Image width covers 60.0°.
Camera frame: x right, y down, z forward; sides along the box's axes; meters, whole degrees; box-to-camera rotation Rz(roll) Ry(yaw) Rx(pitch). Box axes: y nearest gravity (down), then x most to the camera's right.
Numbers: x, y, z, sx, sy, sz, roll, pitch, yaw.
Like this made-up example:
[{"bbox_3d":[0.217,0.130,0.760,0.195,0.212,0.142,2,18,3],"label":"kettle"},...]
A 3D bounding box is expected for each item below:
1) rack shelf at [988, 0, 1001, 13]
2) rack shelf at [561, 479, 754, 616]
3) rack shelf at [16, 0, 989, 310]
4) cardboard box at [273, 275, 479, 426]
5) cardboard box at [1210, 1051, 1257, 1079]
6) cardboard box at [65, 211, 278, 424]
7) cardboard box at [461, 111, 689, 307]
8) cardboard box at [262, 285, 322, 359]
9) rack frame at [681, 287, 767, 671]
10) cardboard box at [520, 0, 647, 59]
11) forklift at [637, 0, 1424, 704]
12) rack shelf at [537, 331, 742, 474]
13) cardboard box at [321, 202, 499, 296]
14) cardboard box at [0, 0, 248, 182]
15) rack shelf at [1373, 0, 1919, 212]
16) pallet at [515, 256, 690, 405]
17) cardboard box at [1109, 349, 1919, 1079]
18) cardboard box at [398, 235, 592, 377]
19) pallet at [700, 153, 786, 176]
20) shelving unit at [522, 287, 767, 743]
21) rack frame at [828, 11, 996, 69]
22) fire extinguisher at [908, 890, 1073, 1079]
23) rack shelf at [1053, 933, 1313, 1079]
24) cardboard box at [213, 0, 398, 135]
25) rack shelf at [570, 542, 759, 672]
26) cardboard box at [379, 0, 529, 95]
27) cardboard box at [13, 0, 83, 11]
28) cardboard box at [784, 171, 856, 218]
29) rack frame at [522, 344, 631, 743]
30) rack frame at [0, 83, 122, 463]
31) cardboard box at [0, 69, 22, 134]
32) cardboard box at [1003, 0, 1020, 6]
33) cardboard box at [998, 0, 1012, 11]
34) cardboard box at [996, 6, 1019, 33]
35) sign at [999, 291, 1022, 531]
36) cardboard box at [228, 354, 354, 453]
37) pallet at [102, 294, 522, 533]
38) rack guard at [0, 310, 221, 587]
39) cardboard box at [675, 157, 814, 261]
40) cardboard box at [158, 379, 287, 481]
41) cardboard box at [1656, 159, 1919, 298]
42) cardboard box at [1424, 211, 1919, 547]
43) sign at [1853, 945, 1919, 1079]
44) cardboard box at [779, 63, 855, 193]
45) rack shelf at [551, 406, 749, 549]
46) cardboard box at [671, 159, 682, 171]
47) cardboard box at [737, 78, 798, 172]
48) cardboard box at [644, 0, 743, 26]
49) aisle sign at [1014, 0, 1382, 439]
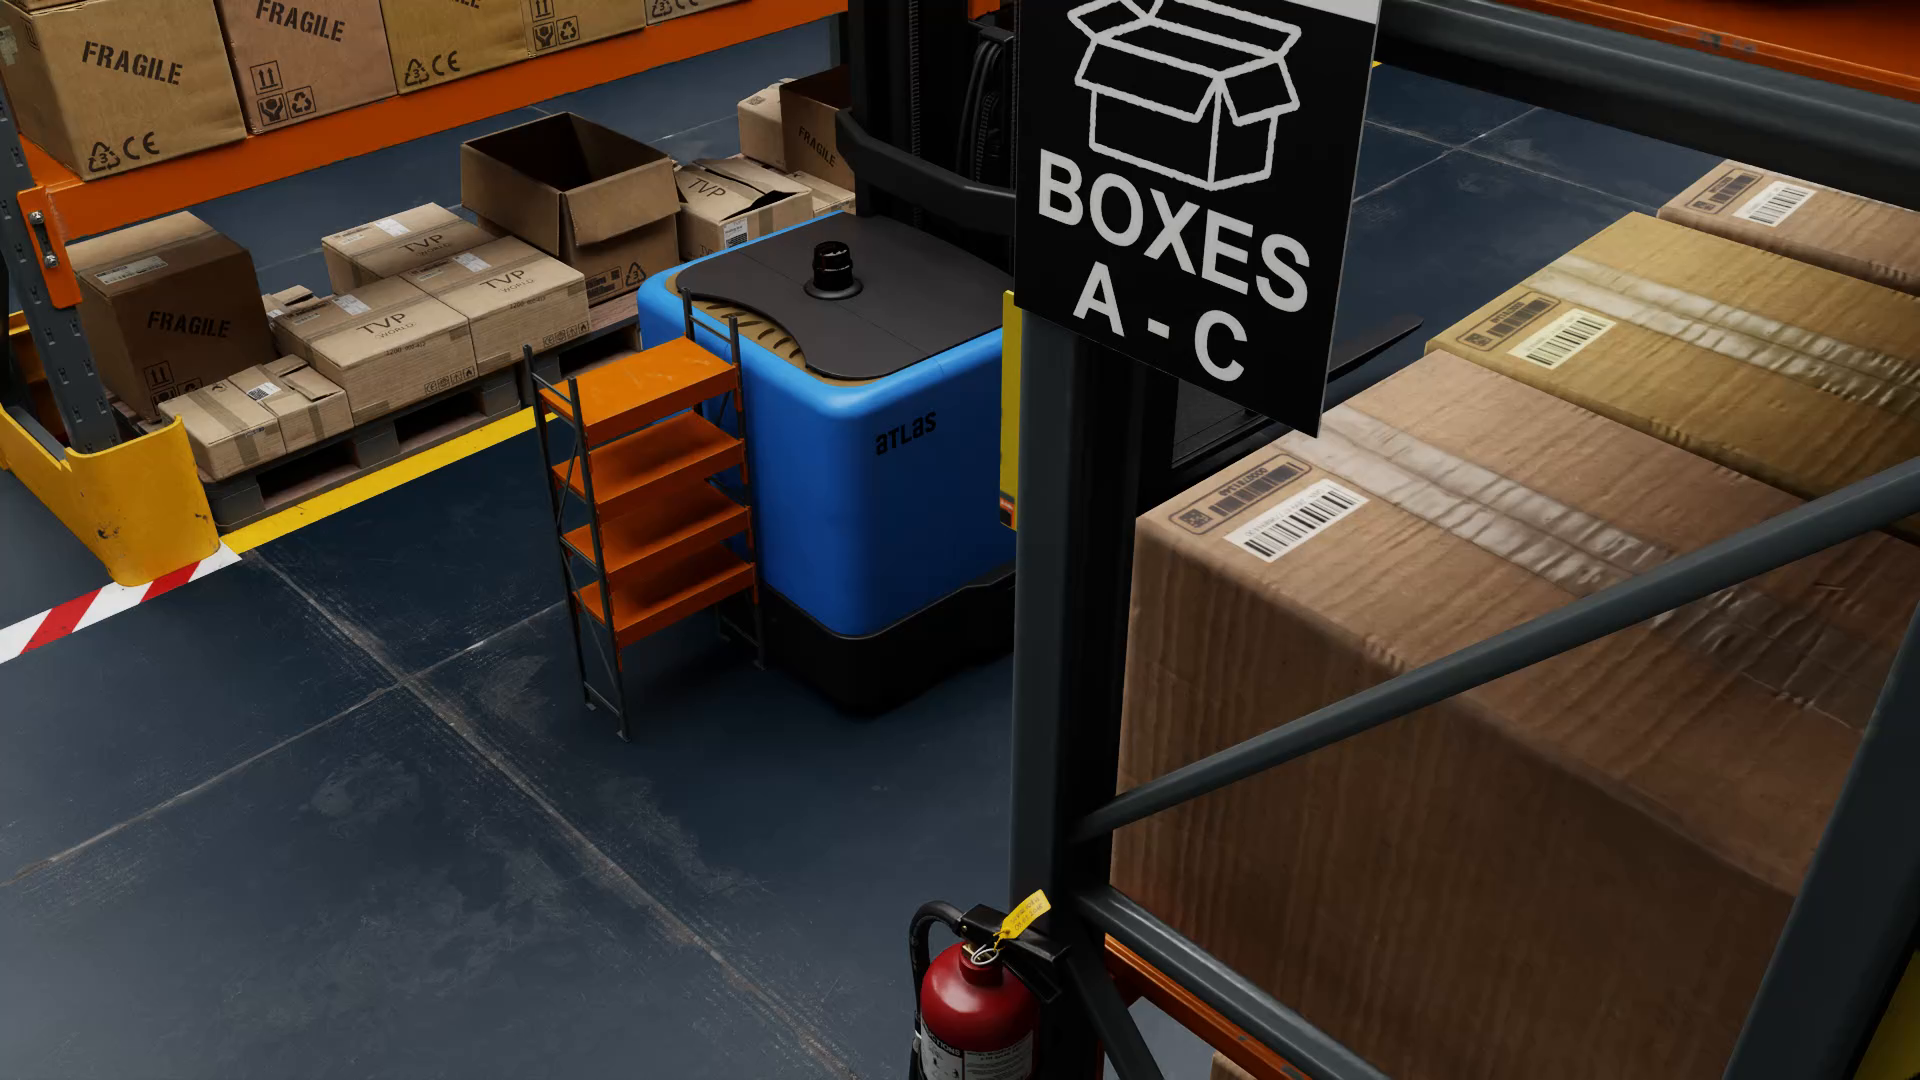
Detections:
[{"bbox_3d":[1.172,-3.476,8.634,1.077,0.370,4.000,30,45,35],"label":"rack shelf"},{"bbox_3d":[-0.855,0.003,4.707,0.480,0.148,0.258,-27,43,-33],"label":"rack shelf"},{"bbox_3d":[-1.646,-1.852,6.306,1.077,0.370,4.000,30,45,35],"label":"rack shelf"},{"bbox_3d":[-2.119,-0.698,6.040,0.500,0.250,0.500,30,45,35],"label":"cardboard box"},{"bbox_3d":[0.885,1.188,3.136,0.700,0.500,0.500,30,45,35],"label":"cardboard box"},{"bbox_3d":[-2.847,-0.811,5.984,0.500,0.500,0.500,30,45,35],"label":"cardboard box"},{"bbox_3d":[-1.557,-1.351,6.756,0.797,0.503,0.637,30,45,35],"label":"cardboard box"},{"bbox_3d":[-2.498,-0.802,6.263,0.380,0.166,0.250,30,45,35],"label":"cardboard box"},{"bbox_3d":[-0.674,-0.145,4.803,0.015,1.200,0.240,-27,43,-33],"label":"rack frame"},{"bbox_3d":[-1.487,-2.067,5.897,0.500,0.500,0.500,-29,44,-35],"label":"cardboard box"},{"bbox_3d":[0.468,-1.444,5.151,3.031,2.935,1.130,-27,43,-33],"label":"forklift"},{"bbox_3d":[-0.855,-0.374,4.444,0.480,0.148,0.258,-27,43,-33],"label":"rack shelf"},{"bbox_3d":[-2.156,-1.082,6.591,0.500,0.250,0.500,30,45,35],"label":"cardboard box"},{"bbox_3d":[-2.556,-1.451,5.013,0.500,0.500,0.500,-29,44,-35],"label":"cardboard box"},{"bbox_3d":[1.872,-1.088,2.587,1.077,0.370,4.000,30,45,35],"label":"rack shelf"},{"bbox_3d":[-1.581,-1.040,6.949,1.003,0.211,1.213,30,45,35],"label":"pallet"},{"bbox_3d":[0.815,0.325,2.292,0.700,0.700,0.980,-28,43,-34],"label":"cardboard box"},{"bbox_3d":[-1.766,-0.901,6.332,0.500,0.250,0.500,30,45,35],"label":"cardboard box"},{"bbox_3d":[-0.722,-1.537,7.663,1.003,0.211,1.213,30,45,35],"label":"pallet"},{"bbox_3d":[-0.855,-0.052,4.669,0.503,1.200,0.258,-27,43,-33],"label":"shelving unit"},{"bbox_3d":[-0.237,-2.959,7.264,1.000,3.000,0.127,30,45,35],"label":"rack frame"},{"bbox_3d":[0.029,0.719,2.383,0.296,0.674,0.183,30,45,35],"label":"fire extinguisher"},{"bbox_3d":[1.872,0.143,3.446,1.077,0.370,4.000,30,45,35],"label":"rack shelf"},{"bbox_3d":[-2.196,-1.662,5.317,0.500,0.500,0.500,29,44,35],"label":"cardboard box"},{"bbox_3d":[-0.855,0.166,4.821,0.480,0.148,0.258,-27,43,-33],"label":"rack shelf"},{"bbox_3d":[-1.840,-1.865,5.607,0.500,0.500,0.500,29,44,35],"label":"cardboard box"},{"bbox_3d":[-2.556,-1.861,4.727,0.500,0.500,0.500,-28,44,-34],"label":"cardboard box"},{"bbox_3d":[-0.659,-1.449,7.206,0.380,0.149,0.250,30,45,35],"label":"cardboard box"},{"bbox_3d":[-1.036,0.041,4.535,0.015,1.200,0.240,-27,43,-33],"label":"rack frame"},{"bbox_3d":[-3.055,-1.336,4.936,1.000,3.000,0.127,30,45,35],"label":"rack frame"},{"bbox_3d":[-2.933,-1.668,5.326,0.500,0.500,0.500,-28,44,-34],"label":"cardboard box"},{"bbox_3d":[0.261,-2.628,8.589,0.500,0.500,0.500,-30,45,-35],"label":"cardboard box"},{"bbox_3d":[-0.093,-2.430,8.307,0.500,0.500,0.500,29,44,35],"label":"cardboard box"},{"bbox_3d":[0.277,-2.213,7.994,0.500,0.500,0.500,27,43,33],"label":"cardboard box"},{"bbox_3d":[0.087,-0.137,1.998,0.100,0.325,0.005,30,45,35],"label":"sign"},{"bbox_3d":[-2.340,-0.487,5.811,0.380,0.166,0.250,30,45,35],"label":"cardboard box"},{"bbox_3d":[-2.441,-0.547,6.243,1.003,0.211,1.213,30,45,35],"label":"pallet"},{"bbox_3d":[-3.002,-0.341,5.695,1.175,0.500,0.348,30,45,35],"label":"rack guard"},{"bbox_3d":[-0.966,-1.387,6.976,0.500,0.311,0.500,30,45,35],"label":"cardboard box"},{"bbox_3d":[-2.516,-0.378,5.671,0.380,0.149,0.250,30,45,35],"label":"cardboard box"},{"bbox_3d":[1.863,-0.280,3.161,0.980,0.700,0.700,27,43,33],"label":"cardboard box"},{"bbox_3d":[1.320,0.025,2.722,0.980,0.700,0.700,29,44,35],"label":"cardboard box"},{"bbox_3d":[0.852,0.498,1.481,0.100,0.325,0.005,30,45,35],"label":"sign"},{"bbox_3d":[-0.437,-1.769,7.358,0.500,0.500,0.500,30,45,35],"label":"cardboard box"},{"bbox_3d":[-0.855,-0.180,4.579,0.480,0.148,0.258,-27,43,-33],"label":"rack shelf"},{"bbox_3d":[-1.289,-1.539,7.321,0.380,0.166,0.250,30,45,35],"label":"cardboard box"},{"bbox_3d":[-0.686,-1.954,7.788,0.500,0.311,0.500,30,45,35],"label":"cardboard box"},{"bbox_3d":[-1.130,-2.275,6.195,0.500,0.500,0.500,-29,44,-35],"label":"cardboard box"},{"bbox_3d":[0.199,-0.499,1.463,0.394,0.787,0.004,30,45,35],"label":"aisle sign"}]
